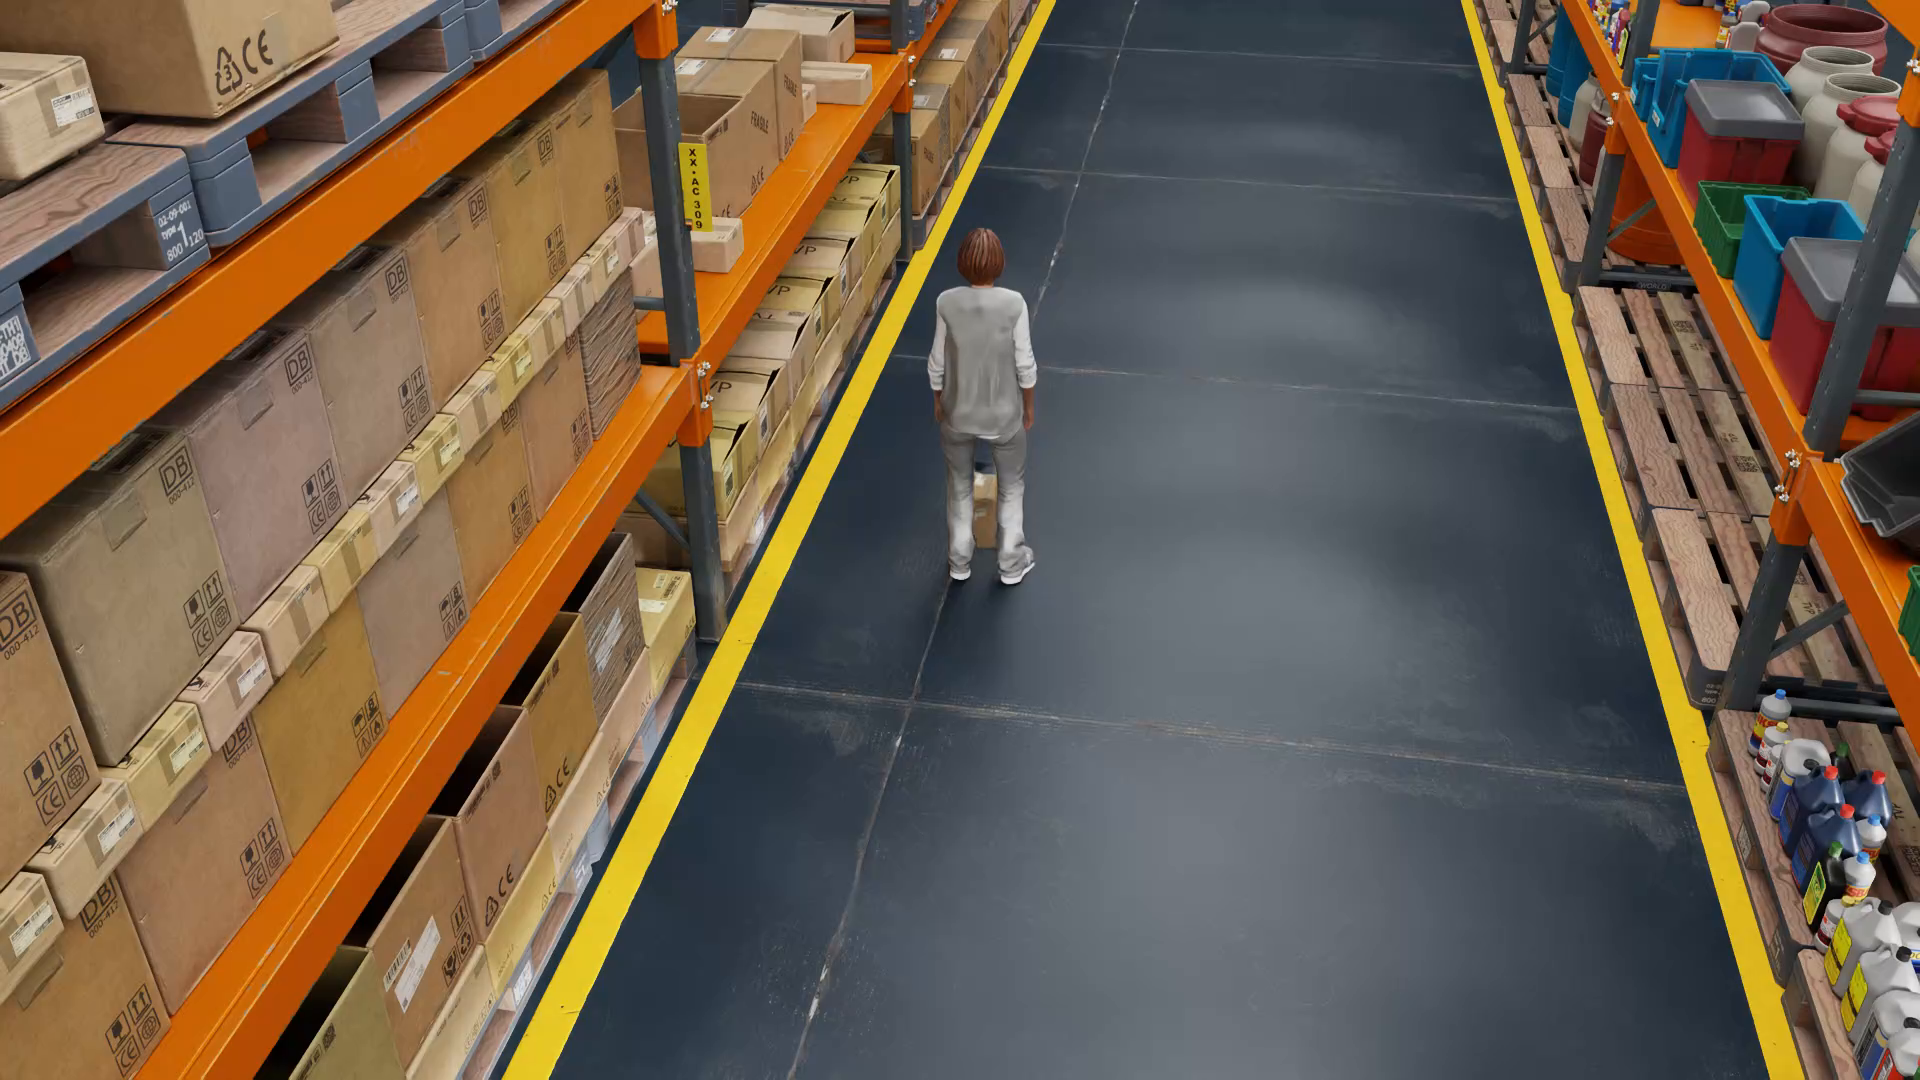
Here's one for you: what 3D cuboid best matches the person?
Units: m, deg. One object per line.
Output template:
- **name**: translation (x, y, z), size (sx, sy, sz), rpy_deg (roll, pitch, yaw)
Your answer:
- **person**: translation (0.099, -0.524, 6.962), size (0.485, 1.592, 0.347), rpy_deg (3, 33, 5)
